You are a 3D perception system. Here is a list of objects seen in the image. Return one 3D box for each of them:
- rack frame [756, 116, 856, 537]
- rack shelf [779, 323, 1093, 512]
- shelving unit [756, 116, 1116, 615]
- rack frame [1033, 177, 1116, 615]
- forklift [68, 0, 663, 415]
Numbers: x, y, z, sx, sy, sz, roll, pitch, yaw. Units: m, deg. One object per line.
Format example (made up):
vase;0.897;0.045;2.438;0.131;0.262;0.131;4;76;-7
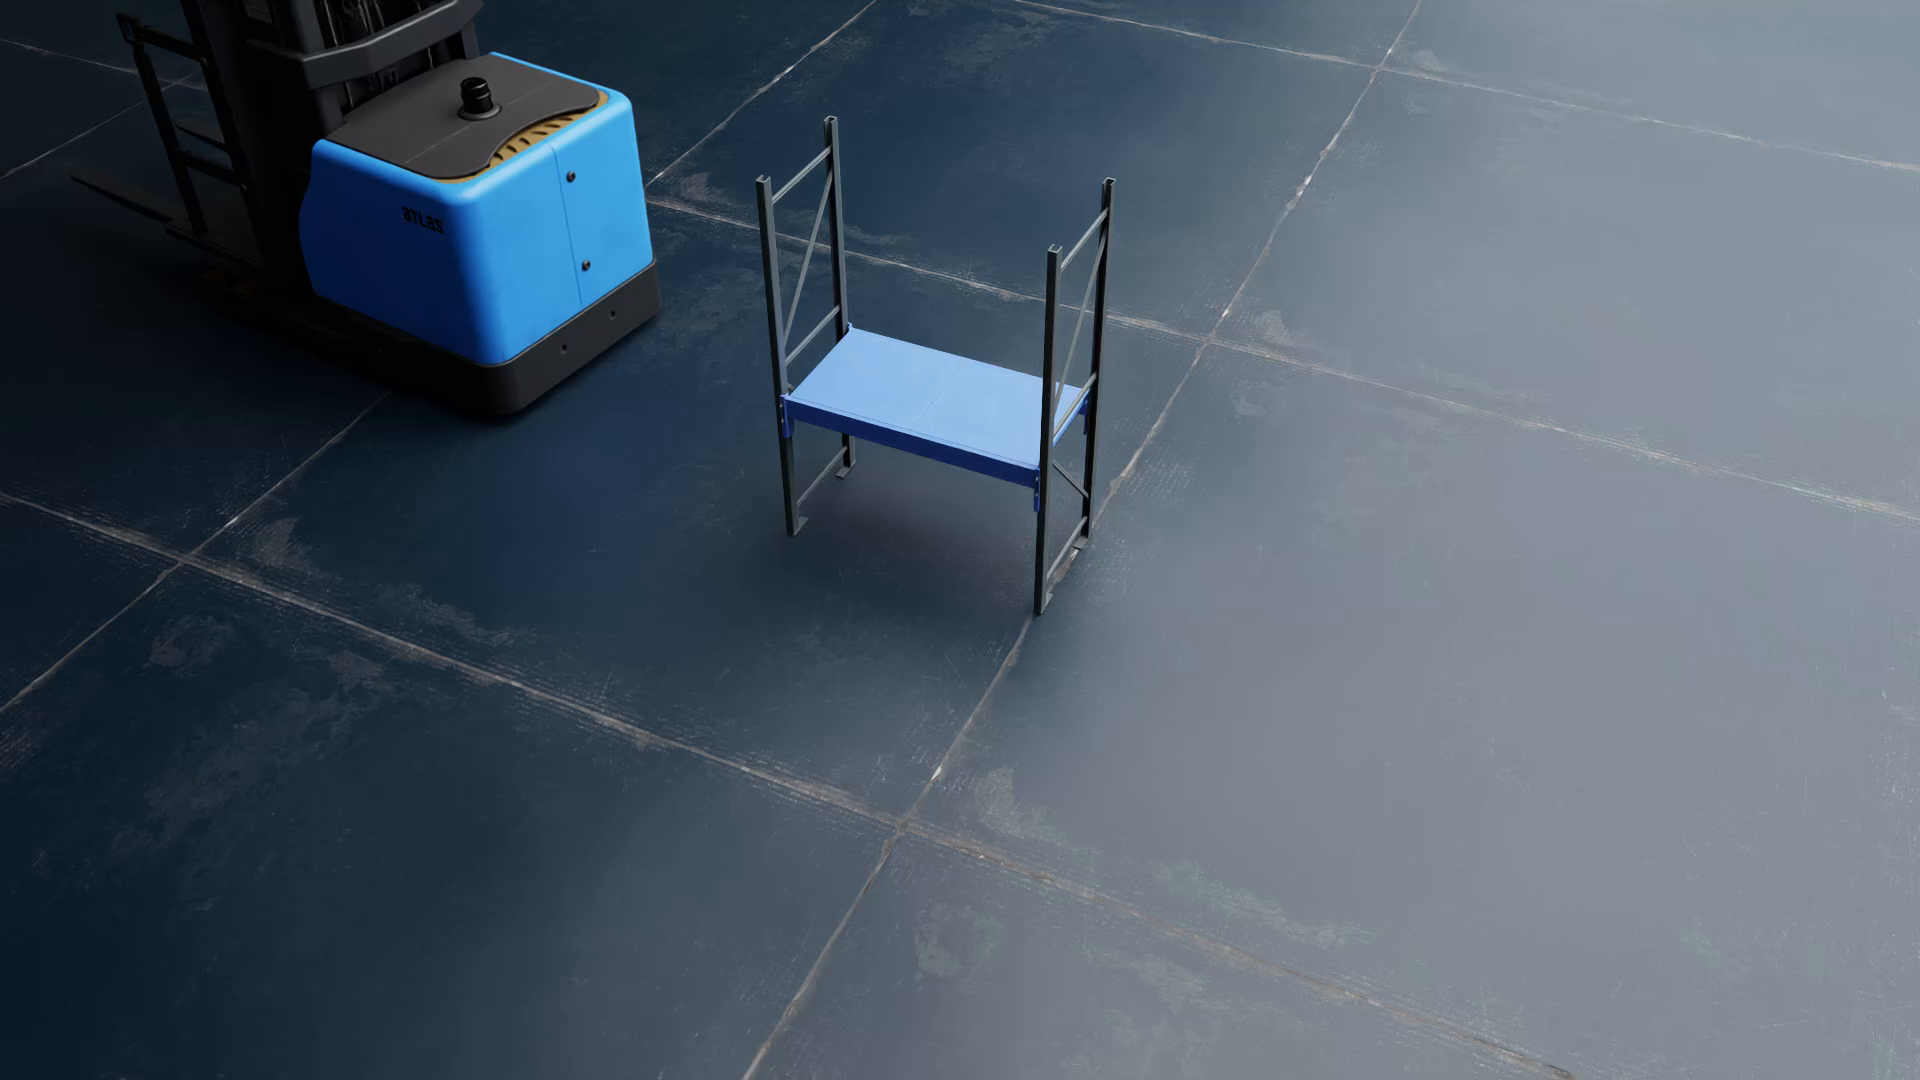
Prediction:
rack frame;-0.538;-0.731;5.998;0.032;1.500;0.500;17;44;19
rack shelf;-0.077;-0.454;5.953;1.000;0.185;0.538;17;44;19
shelving unit;-0.077;-0.590;5.835;1.048;1.500;0.538;17;44;19
rack frame;0.383;-0.450;5.673;0.032;1.500;0.500;17;44;19
forklift;-2.839;-2.359;6.783;3.031;2.935;1.130;23;46;24
